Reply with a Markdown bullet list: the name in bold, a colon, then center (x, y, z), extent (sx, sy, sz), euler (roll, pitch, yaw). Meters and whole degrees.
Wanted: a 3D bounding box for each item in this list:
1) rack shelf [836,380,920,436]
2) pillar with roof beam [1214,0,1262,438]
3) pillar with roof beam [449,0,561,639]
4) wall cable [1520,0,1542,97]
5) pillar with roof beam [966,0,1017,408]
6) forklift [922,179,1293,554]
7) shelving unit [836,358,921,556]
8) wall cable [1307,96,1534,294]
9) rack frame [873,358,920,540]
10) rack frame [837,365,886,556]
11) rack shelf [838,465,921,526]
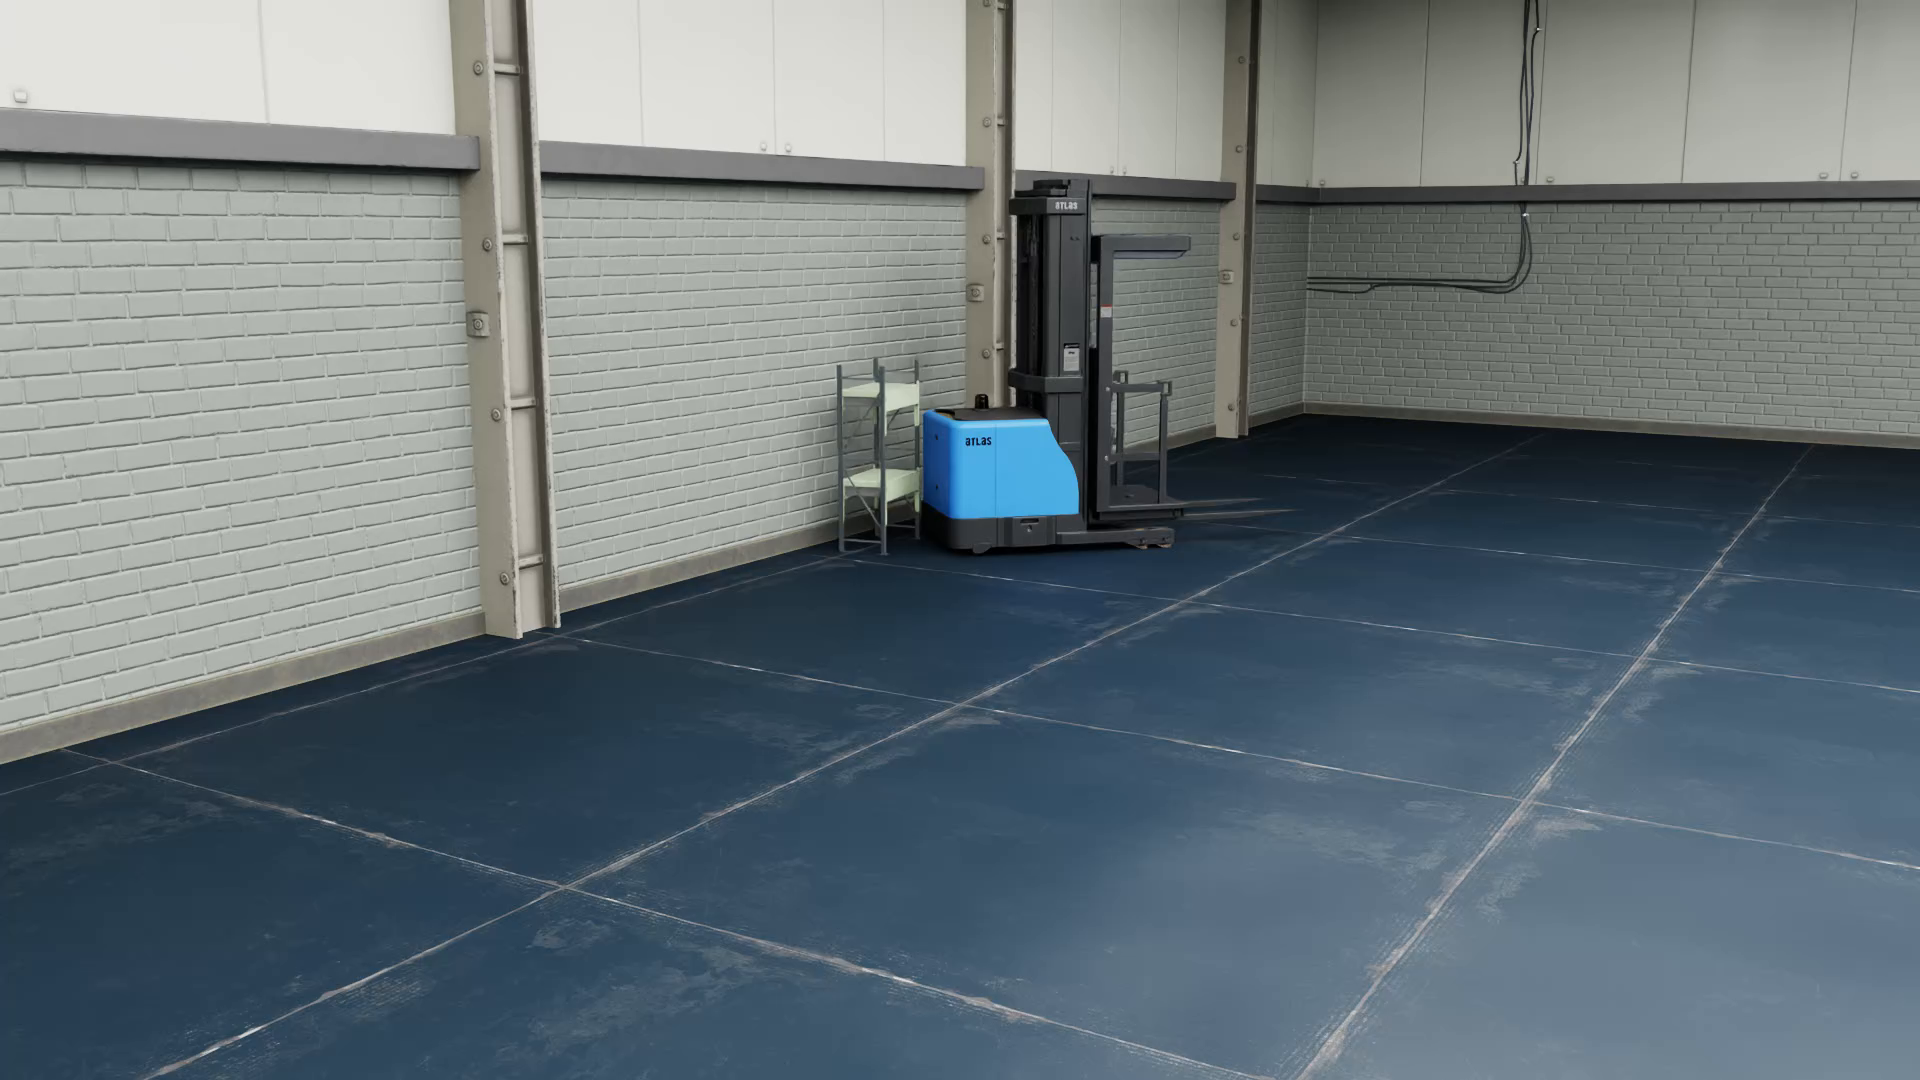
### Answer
- **rack shelf**: center (-0.651, -1.074, 13.407), extent (0.431, 0.370, 0.720), euler (4, 11, 20)
- **pillar with roof beam**: center (7.075, -5.319, 17.823), extent (9.100, 9.000, 0.400), euler (6, 12, 31)
- **pillar with roof beam**: center (0.845, -3.431, 7.743), extent (9.100, 9.000, 0.400), euler (6, 12, 31)
- **wall cable**: center (8.367, -6.765, 20.261), extent (3.097, 2.526, 0.112), euler (6, 12, 31)
- **pillar with roof beam**: center (3.960, -4.375, 12.783), extent (9.100, 9.000, 0.400), euler (6, 12, 31)
- **forklift**: center (1.254, -1.458, 13.691), extent (3.031, 2.935, 1.130), euler (-3, 11, -15)
- **shelving unit**: center (-0.651, -0.690, 13.479), extent (0.431, 1.500, 0.755), euler (4, 11, 20)
- **wall cable**: center (6.055, -4.541, 22.106), extent (3.097, 2.526, 0.112), euler (6, 12, 31)
- **rack frame**: center (-0.525, -0.753, 13.817), extent (0.400, 1.500, 0.023), euler (4, 11, 20)
- **rack frame**: center (-0.777, -0.627, 13.141), extent (0.400, 1.500, 0.023), euler (4, 11, 20)
- **rack shelf**: center (-0.651, -0.370, 13.539), extent (0.431, 0.370, 0.720), euler (4, 11, 20)
